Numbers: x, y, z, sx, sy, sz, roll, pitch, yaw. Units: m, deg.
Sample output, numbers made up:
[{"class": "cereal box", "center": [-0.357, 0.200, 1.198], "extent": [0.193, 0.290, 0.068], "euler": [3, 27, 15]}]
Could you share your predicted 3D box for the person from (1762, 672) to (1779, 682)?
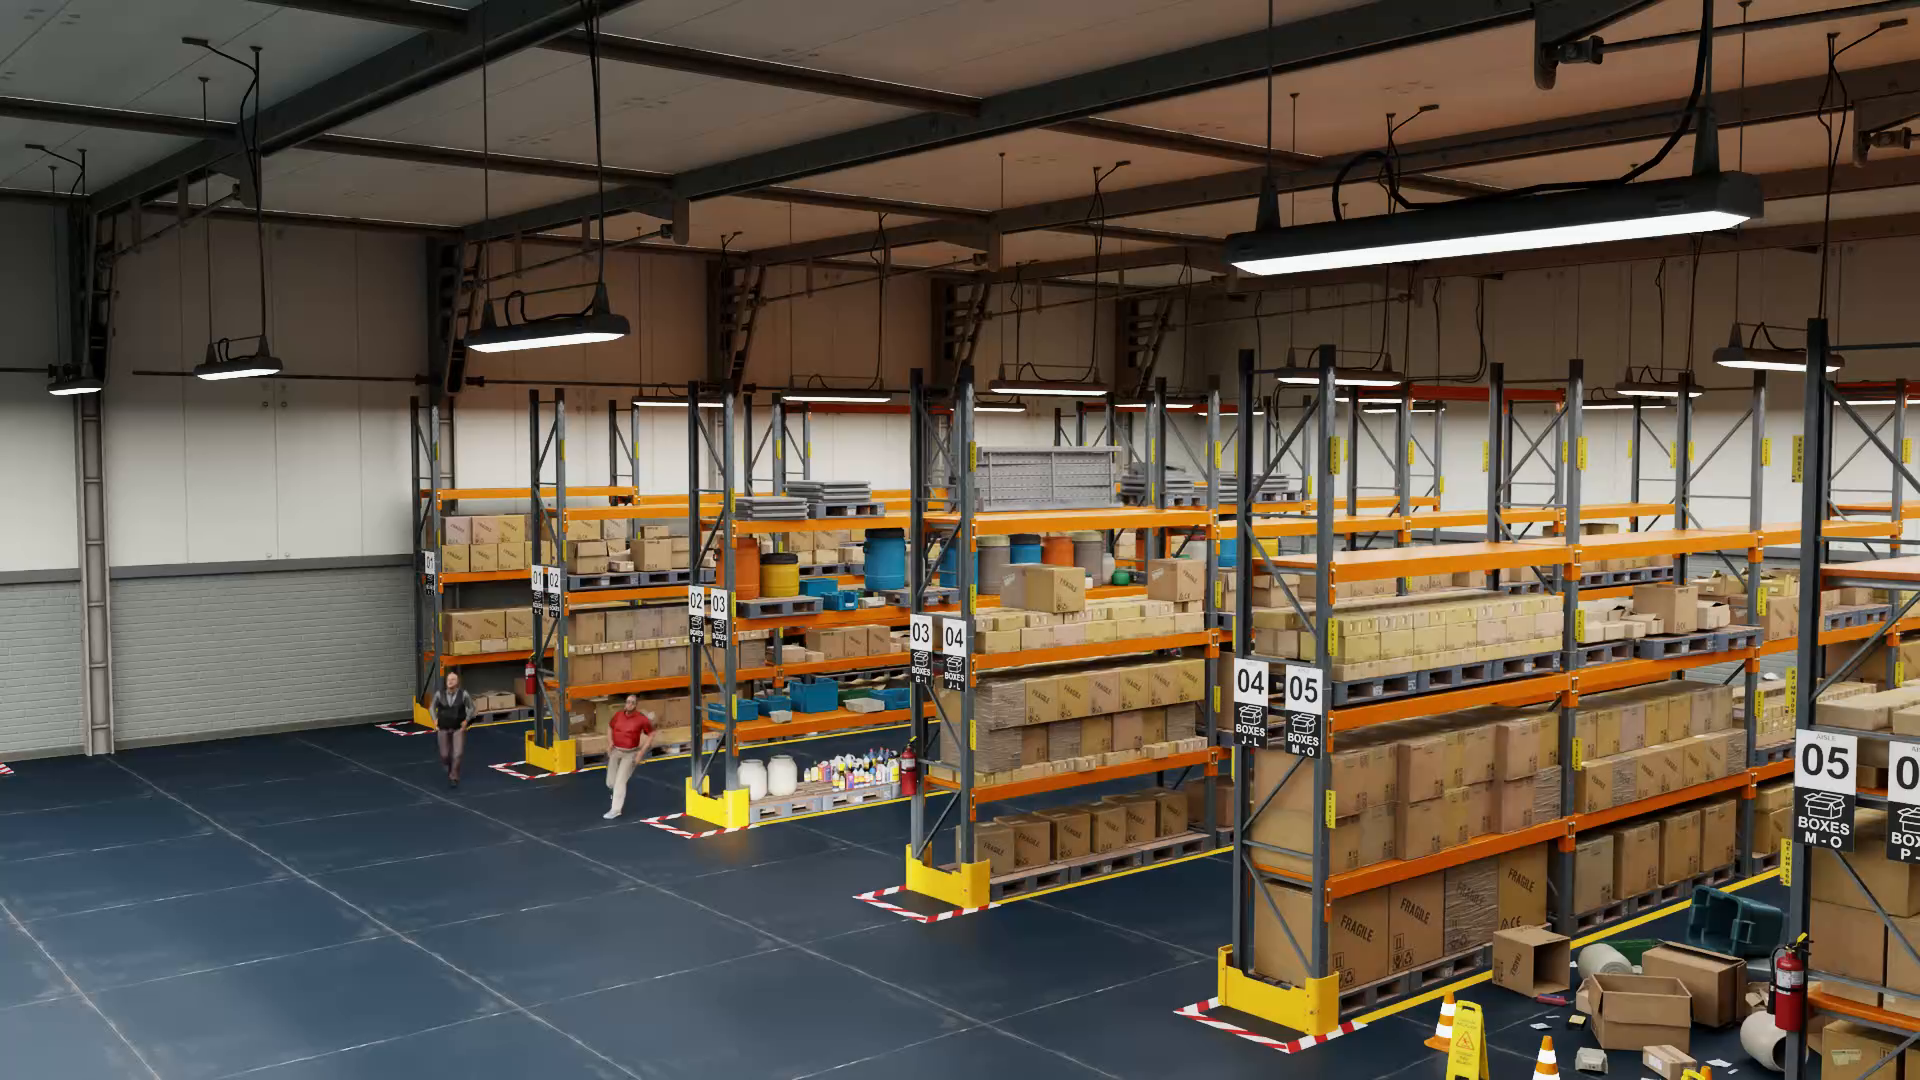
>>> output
[{"class": "person", "center": [12.102, 2.841, 24.938], "extent": [0.596, 1.712, 0.636], "euler": [-3, 4, -38]}]

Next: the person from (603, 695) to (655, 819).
[{"class": "person", "center": [-4.582, 2.970, 23.029], "extent": [0.737, 1.681, 0.703], "euler": [1, 3, 13]}]

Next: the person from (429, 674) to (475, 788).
[{"class": "person", "center": [-7.659, 2.855, 25.093], "extent": [0.672, 1.706, 0.636], "euler": [-1, 4, -19]}]
